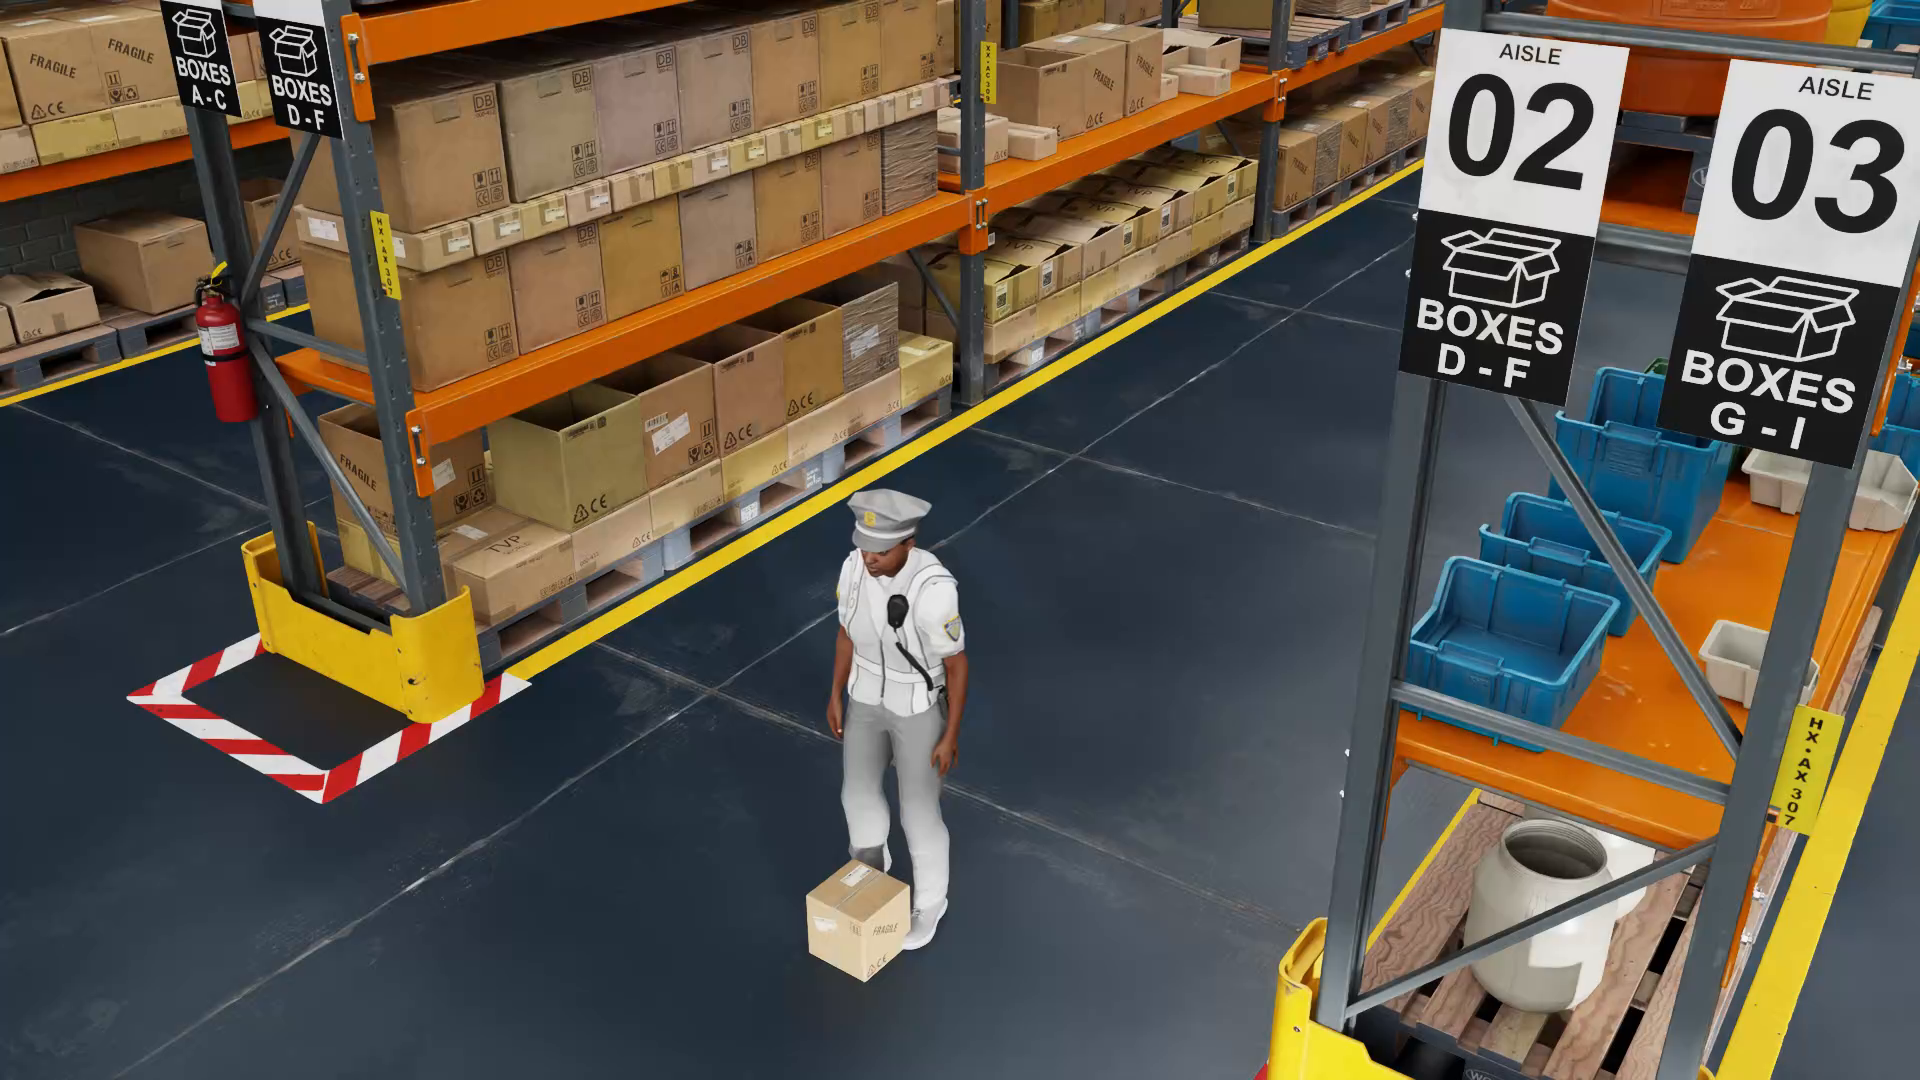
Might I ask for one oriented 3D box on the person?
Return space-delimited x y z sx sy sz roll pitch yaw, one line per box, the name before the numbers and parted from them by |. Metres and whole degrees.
person | -0.217 0.570 5.500 0.529 1.663 0.392 16 31 28
